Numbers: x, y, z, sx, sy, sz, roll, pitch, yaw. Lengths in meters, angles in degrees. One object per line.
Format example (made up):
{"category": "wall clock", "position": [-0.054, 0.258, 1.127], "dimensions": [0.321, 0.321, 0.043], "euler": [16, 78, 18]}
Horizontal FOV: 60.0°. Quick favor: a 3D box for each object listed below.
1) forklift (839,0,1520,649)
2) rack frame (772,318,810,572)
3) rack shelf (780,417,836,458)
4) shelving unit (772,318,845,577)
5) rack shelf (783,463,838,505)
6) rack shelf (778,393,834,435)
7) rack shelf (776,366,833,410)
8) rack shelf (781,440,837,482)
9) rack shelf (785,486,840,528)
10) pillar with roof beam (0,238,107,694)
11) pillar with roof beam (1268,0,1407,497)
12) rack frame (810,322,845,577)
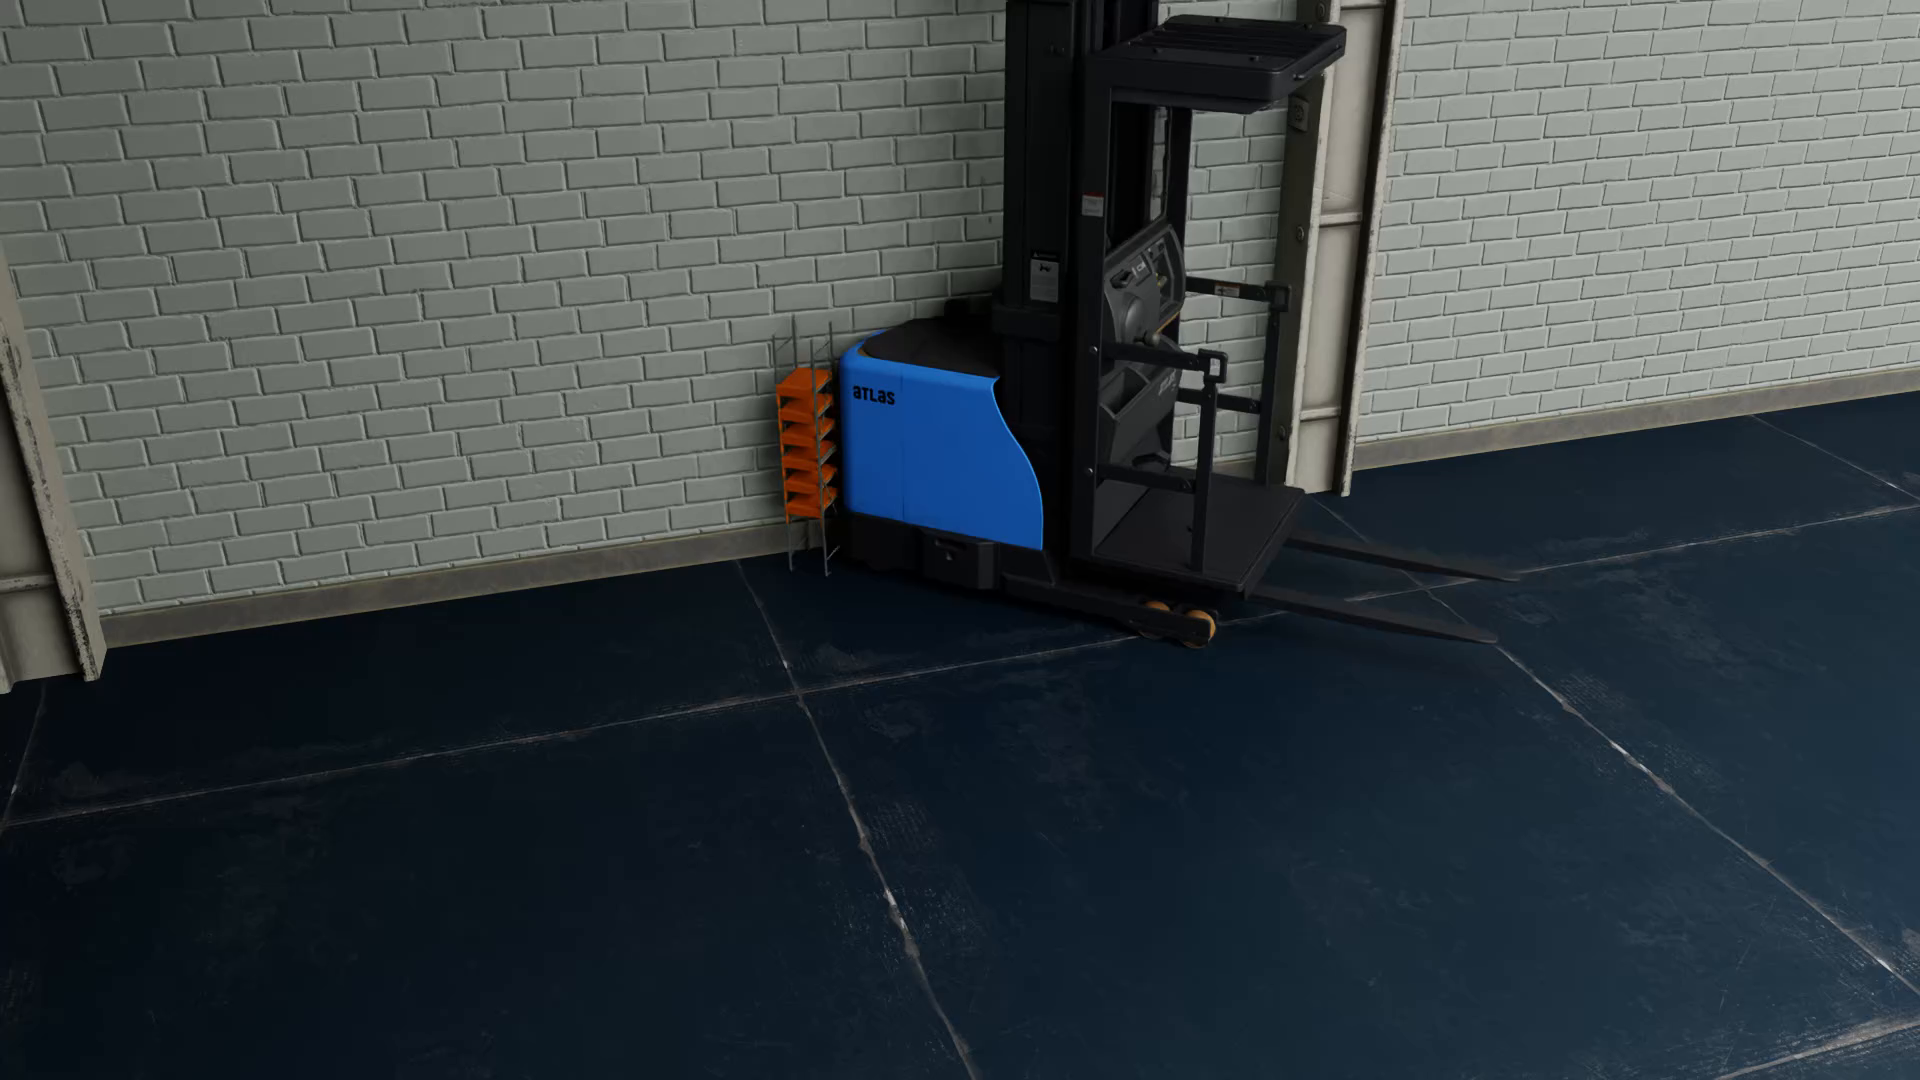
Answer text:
{"category": "forklift", "position": [0.992, -1.106, 7.182], "dimensions": [3.031, 2.935, 1.130], "euler": [12, 29, 22]}
{"category": "rack frame", "position": [-0.784, -0.430, 7.755], "dimensions": [0.006, 1.200, 0.240], "euler": [8, 30, 17]}
{"category": "rack shelf", "position": [-0.698, -0.484, 7.693], "dimensions": [0.180, 0.103, 0.258], "euler": [8, 30, 17]}
{"category": "shelving unit", "position": [-0.697, -0.417, 7.729], "dimensions": [0.189, 1.200, 0.258], "euler": [8, 30, 17]}
{"category": "rack shelf", "position": [-0.694, -0.273, 7.807], "dimensions": [0.180, 0.103, 0.258], "euler": [8, 30, 17]}
{"category": "rack shelf", "position": [-0.700, -0.589, 7.636], "dimensions": [0.180, 0.103, 0.258], "euler": [8, 30, 17]}
{"category": "rack shelf", "position": [-0.703, -0.695, 7.579], "dimensions": [0.180, 0.103, 0.258], "euler": [8, 30, 17]}
{"category": "rack shelf", "position": [-0.696, -0.378, 7.750], "dimensions": [0.180, 0.103, 0.258], "euler": [8, 30, 17]}
{"category": "rack shelf", "position": [-0.692, -0.167, 7.864], "dimensions": [0.180, 0.103, 0.258], "euler": [8, 30, 17]}
{"category": "pillar with roof beam", "position": [-2.560, -1.656, 1.467], "dimensions": [0.400, 9.000, 9.100], "euler": [-8, 28, -16]}
{"category": "pillar with roof beam", "position": [3.145, -2.483, 3.131], "dimensions": [0.400, 9.000, 9.100], "euler": [-8, 28, -16]}
{"category": "rack frame", "position": [-0.610, -0.405, 7.703], "dimensions": [0.006, 1.200, 0.240], "euler": [8, 30, 17]}
